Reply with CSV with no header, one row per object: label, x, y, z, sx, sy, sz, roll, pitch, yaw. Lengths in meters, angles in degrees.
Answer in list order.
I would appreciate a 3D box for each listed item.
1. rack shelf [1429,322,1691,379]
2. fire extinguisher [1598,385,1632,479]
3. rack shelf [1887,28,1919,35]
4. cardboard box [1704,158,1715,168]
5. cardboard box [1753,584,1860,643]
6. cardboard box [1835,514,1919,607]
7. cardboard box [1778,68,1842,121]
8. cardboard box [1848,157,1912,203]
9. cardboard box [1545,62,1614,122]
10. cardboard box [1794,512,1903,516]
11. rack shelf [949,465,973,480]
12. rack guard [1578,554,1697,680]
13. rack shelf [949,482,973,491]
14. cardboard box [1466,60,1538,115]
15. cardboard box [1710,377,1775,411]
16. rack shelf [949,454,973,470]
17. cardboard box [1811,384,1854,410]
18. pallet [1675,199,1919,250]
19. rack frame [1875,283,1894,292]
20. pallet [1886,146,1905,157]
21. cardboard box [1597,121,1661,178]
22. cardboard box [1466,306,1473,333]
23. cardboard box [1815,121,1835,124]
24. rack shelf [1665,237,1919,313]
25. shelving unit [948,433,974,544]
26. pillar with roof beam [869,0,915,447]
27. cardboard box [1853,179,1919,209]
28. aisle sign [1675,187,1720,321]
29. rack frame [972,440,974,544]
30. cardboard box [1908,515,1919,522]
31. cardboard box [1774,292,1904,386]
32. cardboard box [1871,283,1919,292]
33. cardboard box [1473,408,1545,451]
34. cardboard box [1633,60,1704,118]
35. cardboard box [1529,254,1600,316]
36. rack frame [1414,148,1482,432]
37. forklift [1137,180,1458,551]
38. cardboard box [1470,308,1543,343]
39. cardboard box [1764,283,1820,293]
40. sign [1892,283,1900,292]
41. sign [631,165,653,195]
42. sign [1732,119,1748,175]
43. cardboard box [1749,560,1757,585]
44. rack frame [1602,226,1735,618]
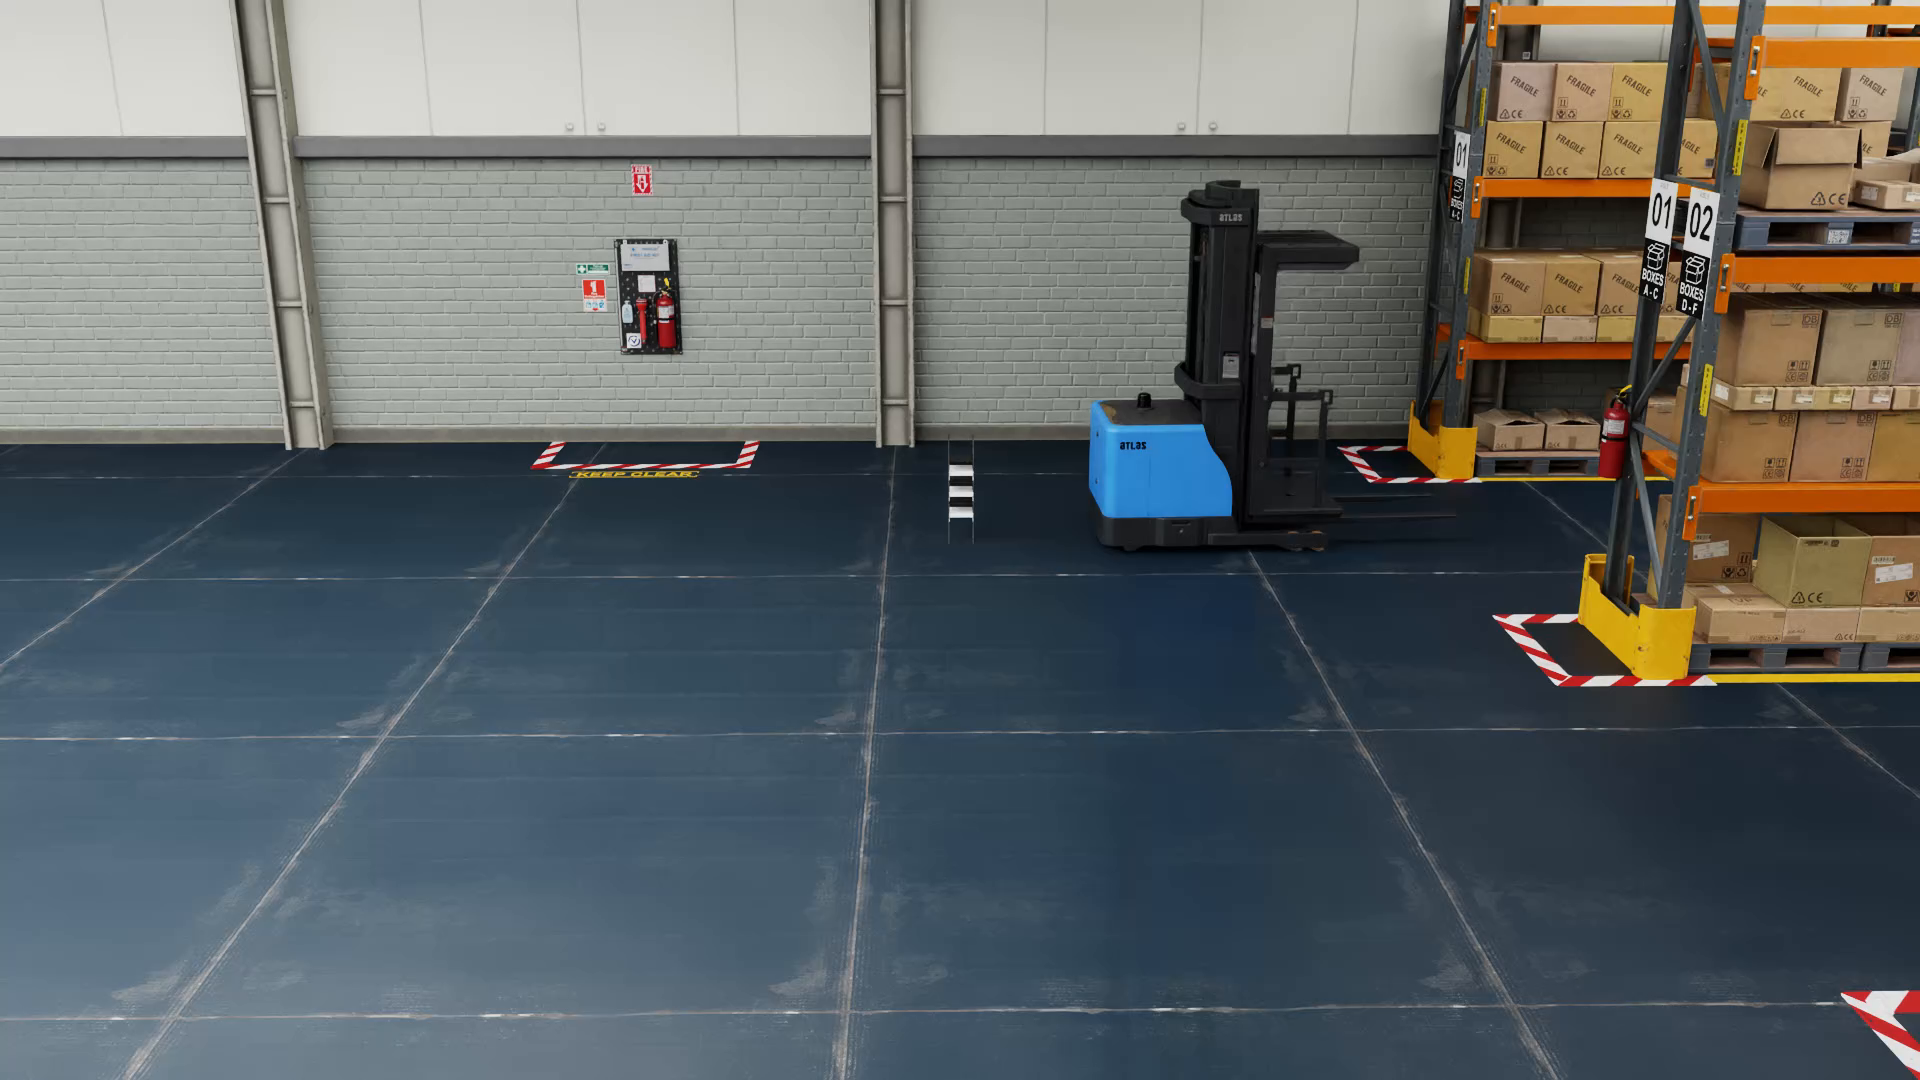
rack shelf,6.651,-1.852,16.087,4.000,0.370,1.077,0,18,-1
fire extinguisher,4.608,-0.776,11.683,0.183,0.674,0.296,0,18,-1
rack shelf,10.650,-4.664,15.251,3.809,0.052,0.919,0,18,-1
cardboard box,8.830,0.544,3.957,7.348,1.528,15.728,0,18,-1
cardboard box,5.773,0.499,11.394,0.500,0.250,0.500,0,18,-1
cardboard box,6.272,0.137,11.298,0.500,0.500,0.500,0,18,-1
cardboard box,7.603,-4.074,15.094,0.500,0.500,0.500,1,18,2
cardboard box,5.880,-2.381,10.978,0.500,0.250,0.500,0,18,-1
cardboard box,5.542,-4.061,15.052,0.500,0.500,0.500,0,18,-1
cardboard box,6.264,-0.022,11.793,0.500,0.500,0.500,0,18,-1
rack shelf,0.008,-0.568,13.865,0.200,0.077,0.258,0,18,-1
rack guard,4.709,0.519,11.612,0.348,0.500,1.175,0,18,-1
rack shelf,0.008,-0.482,13.893,0.200,0.077,0.258,0,18,-1
cardboard box,5.078,-4.228,15.573,0.500,0.500,0.500,1,18,2
cardboard box,5.129,-0.964,10.917,0.250,0.149,0.380,0,18,-1
rack shelf,0.008,-0.654,13.838,0.200,0.077,0.258,0,18,-1
cardboard box,5.642,-0.967,10.926,0.250,0.149,0.380,0,18,-1
pallet,5.440,-2.053,10.772,1.213,0.211,1.003,0,18,-1
rack frame,8.651,-2.204,16.007,0.127,3.000,1.000,0,18,-1
pallet,9.270,-3.513,15.486,1.003,0.211,1.213,0,18,-1
cardboard box,6.046,-3.591,15.223,0.500,0.500,0.500,1,18,2
cardboard box,5.115,-2.184,16.159,0.500,0.250,0.500,0,18,0
cardboard box,7.644,-3.613,15.292,0.500,0.500,0.500,-2,18,-6
rack shelf,6.733,-1.767,10.913,4.000,0.370,1.077,0,18,-1
shelving unit,0.008,-0.429,13.910,0.210,0.900,0.258,0,18,-1
pillar with roof beam,-0.594,-3.965,11.676,0.400,9.000,9.100,0,18,-1
cardboard box,5.912,-2.199,10.575,0.250,0.149,0.380,0,18,-1
aisle sign,4.672,-1.816,10.541,0.004,0.787,0.394,0,18,-1
rack frame,0.110,-0.429,13.912,0.006,0.900,0.240,0,18,-1
cardboard box,6.773,0.139,11.289,0.500,0.500,0.500,0,18,-1
cardboard box,5.779,-1.340,11.026,0.500,0.500,0.700,-1,18,-2
cardboard box,9.160,-2.453,15.900,0.500,0.500,0.700,0,18,-1
cardboard box,6.108,2.644,4.594,2.161,0.321,24.904,-2,18,-7
cardboard box,6.620,-4.230,15.579,0.500,0.500,0.500,0,18,-1
cardboard box,5.628,-2.390,15.571,0.500,0.500,0.500,0,18,-1
rack frame,4.651,-2.185,15.947,0.127,3.000,1.000,0,18,-1
forklift,2.648,-1.458,13.794,3.031,2.935,1.110,-1,18,-3
cardboard box,5.144,-2.028,15.672,0.500,0.250,0.500,-1,18,-2
cardboard box,7.684,-2.398,15.598,0.500,0.500,0.500,0,18,-1
sign,10.668,-3.924,14.919,4.007,3.399,0.100,0,18,-1
sign,-3.143,-3.557,16.431,0.199,0.298,0.001,0,18,-1
sign,4.736,-2.384,10.099,0.005,0.325,0.100,0,18,-1
cardboard box,11.508,-0.237,11.498,11.980,1.590,1.086,0,18,-1
rack frame,4.733,-0.672,11.231,0.127,3.000,1.000,0,18,-1
